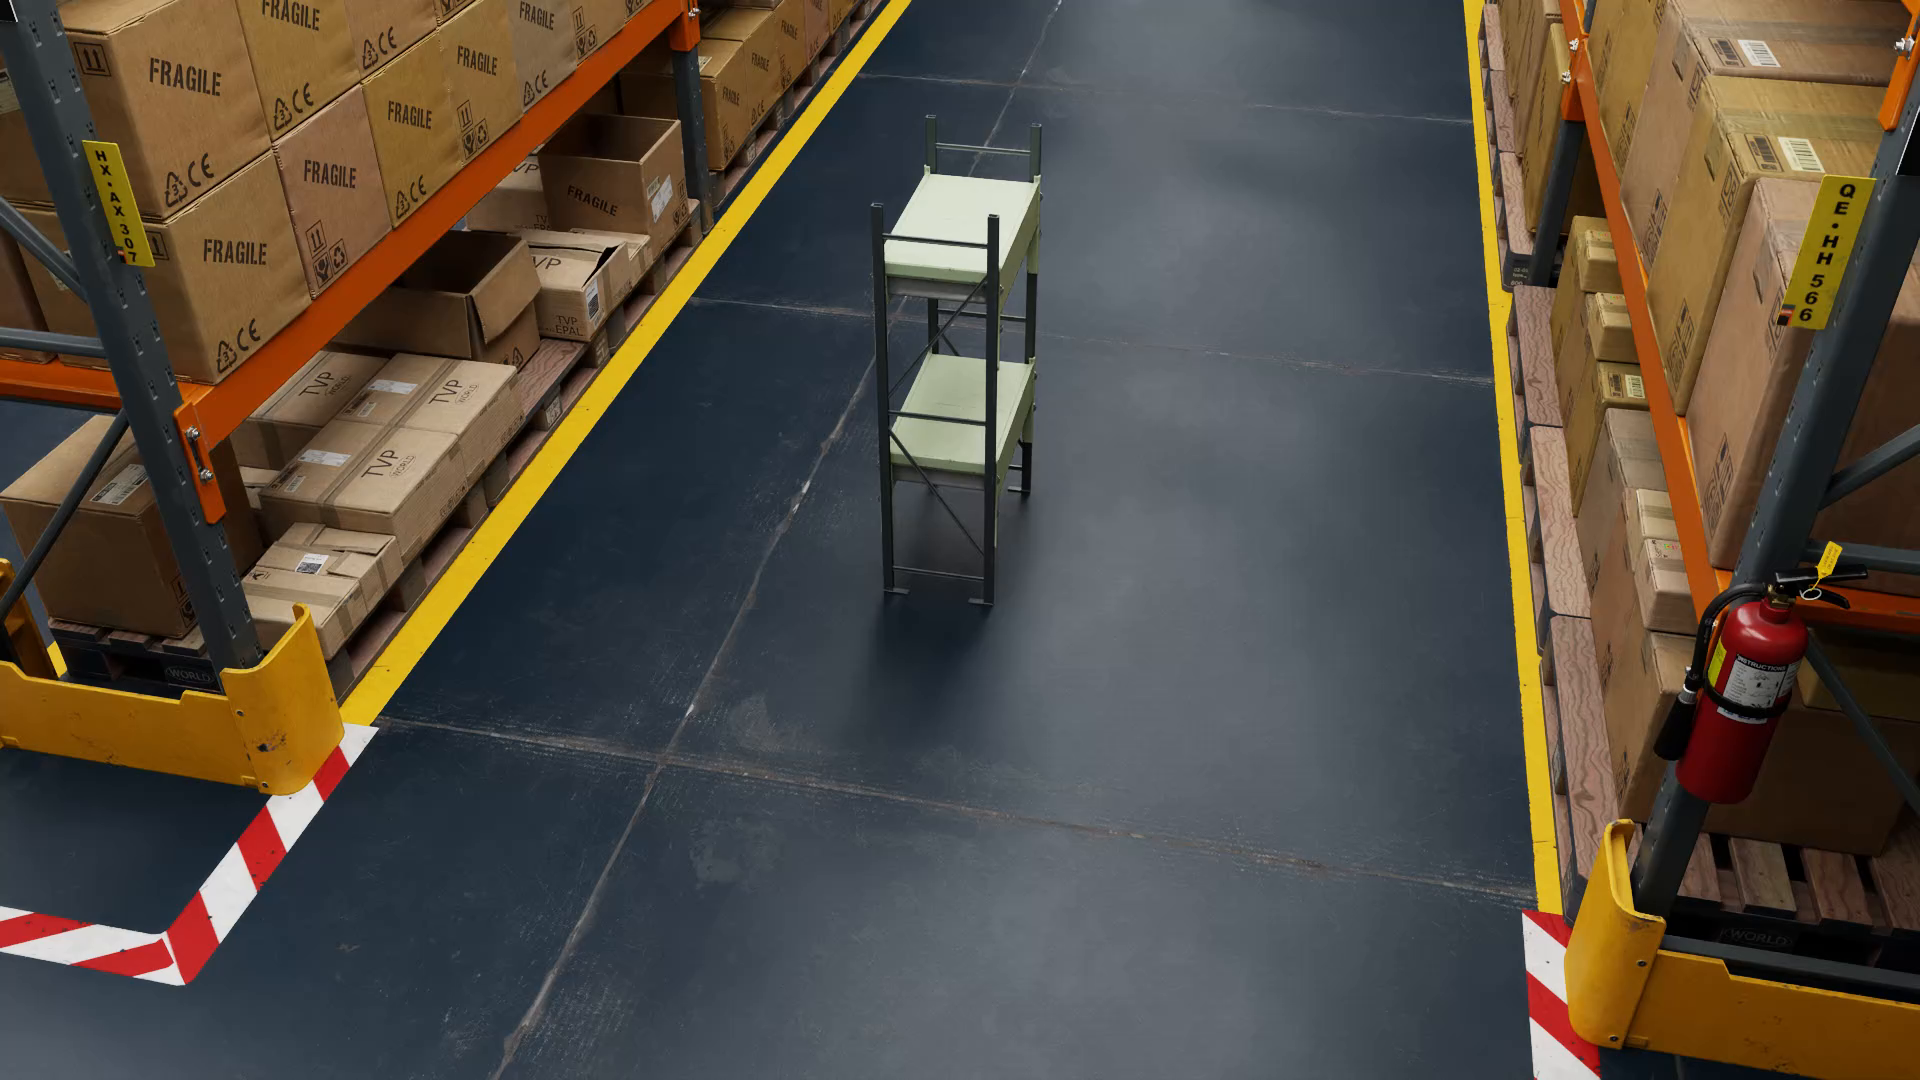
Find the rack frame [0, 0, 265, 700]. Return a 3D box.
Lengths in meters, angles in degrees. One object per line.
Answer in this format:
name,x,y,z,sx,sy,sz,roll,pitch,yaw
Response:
rack frame,-2.603,-0.542,4.442,1.000,3.000,0.127,7,37,10

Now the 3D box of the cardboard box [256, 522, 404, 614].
cardboard box,-2.124,0.087,5.614,0.380,0.166,0.250,7,37,10

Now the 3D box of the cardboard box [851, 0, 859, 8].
cardboard box,-0.864,-3.729,10.594,0.500,0.500,0.500,9,37,12

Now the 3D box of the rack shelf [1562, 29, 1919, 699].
rack shelf,2.665,-0.778,5.381,1.077,0.370,4.000,7,37,10

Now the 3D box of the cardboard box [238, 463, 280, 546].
cardboard box,-2.553,-0.136,5.922,0.380,0.166,0.250,7,37,10

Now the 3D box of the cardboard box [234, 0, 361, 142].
cardboard box,-2.146,-1.509,4.839,0.500,0.500,0.500,8,37,10

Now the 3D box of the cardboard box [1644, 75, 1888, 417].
cardboard box,2.481,-0.757,4.483,0.980,0.700,0.700,7,37,10

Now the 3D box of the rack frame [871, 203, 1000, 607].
rack frame,-0.077,-0.401,5.526,0.400,1.500,0.023,7,37,10

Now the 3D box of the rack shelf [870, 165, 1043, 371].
rack shelf,0.001,-0.927,5.586,0.431,0.370,0.720,7,37,10

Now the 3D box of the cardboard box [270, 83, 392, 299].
cardboard box,-2.145,-1.100,5.127,0.500,0.500,0.500,7,37,10

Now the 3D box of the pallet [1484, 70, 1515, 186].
pallet,3.441,-2.241,9.162,1.003,0.211,1.213,7,37,10

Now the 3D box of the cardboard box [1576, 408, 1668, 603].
cardboard box,2.503,-0.070,5.563,0.700,0.500,0.500,6,36,8

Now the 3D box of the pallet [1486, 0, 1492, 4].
pallet,4.114,-3.828,11.352,1.003,0.211,1.213,7,37,10

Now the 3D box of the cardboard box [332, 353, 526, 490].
cardboard box,-1.996,-0.456,6.292,0.500,0.250,0.500,7,37,10

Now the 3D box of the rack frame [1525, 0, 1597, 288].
rack frame,3.092,-2.216,6.752,1.000,3.000,0.127,7,37,10

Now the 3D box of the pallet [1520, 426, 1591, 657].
pallet,2.594,0.040,6.014,1.003,0.211,1.213,7,37,10

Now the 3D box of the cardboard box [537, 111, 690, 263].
cardboard box,-1.593,-1.639,7.710,0.500,0.500,0.500,7,37,10

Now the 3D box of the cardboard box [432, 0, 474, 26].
cardboard box,-1.927,-2.087,5.636,0.500,0.500,0.500,7,37,10

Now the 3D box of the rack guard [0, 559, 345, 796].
rack guard,-2.587,0.427,5.235,1.175,0.500,0.348,7,37,10

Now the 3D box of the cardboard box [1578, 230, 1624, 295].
cardboard box,2.580,-1.048,6.359,0.380,0.149,0.250,8,37,12

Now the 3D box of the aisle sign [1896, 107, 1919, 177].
aisle sign,1.929,-0.972,2.820,0.394,0.787,0.004,7,37,10

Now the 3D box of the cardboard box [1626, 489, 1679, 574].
cardboard box,2.192,-0.001,4.914,0.380,0.149,0.250,8,37,11

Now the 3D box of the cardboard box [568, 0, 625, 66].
cardboard box,-1.713,-2.261,6.729,0.500,0.500,0.500,8,37,11

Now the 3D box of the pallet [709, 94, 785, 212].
pallet,-1.612,-2.177,9.074,1.003,0.211,1.213,7,37,10

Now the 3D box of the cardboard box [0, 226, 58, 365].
cardboard box,-2.773,-0.873,4.814,0.500,0.500,0.500,8,37,11

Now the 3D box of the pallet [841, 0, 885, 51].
pallet,-1.090,-3.576,11.004,1.003,0.211,1.213,7,37,10

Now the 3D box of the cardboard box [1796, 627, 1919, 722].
cardboard box,2.458,0.339,4.445,0.380,0.149,0.250,8,37,10

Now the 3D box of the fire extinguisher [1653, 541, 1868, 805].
fire extinguisher,1.754,0.288,3.681,0.296,0.674,0.183,7,37,10

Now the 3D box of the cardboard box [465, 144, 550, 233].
cardboard box,-2.049,-1.711,7.971,0.500,0.311,0.500,7,37,10

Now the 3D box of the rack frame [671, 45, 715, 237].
rack frame,-1.748,-2.835,7.606,1.000,3.000,0.127,7,37,10

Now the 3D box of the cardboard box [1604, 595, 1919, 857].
cardboard box,2.289,0.505,4.769,0.700,0.500,0.500,7,37,10

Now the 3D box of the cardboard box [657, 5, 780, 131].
cardboard box,-1.304,-2.555,8.975,0.500,0.500,0.500,8,37,11

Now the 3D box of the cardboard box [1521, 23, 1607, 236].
cardboard box,3.104,-1.905,7.796,0.750,0.750,0.750,8,37,11

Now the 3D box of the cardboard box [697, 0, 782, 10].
cardboard box,-1.193,-3.125,9.122,0.500,0.250,0.500,7,37,10

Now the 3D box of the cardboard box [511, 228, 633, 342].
cardboard box,-1.753,-1.132,7.173,0.500,0.311,0.500,7,37,10

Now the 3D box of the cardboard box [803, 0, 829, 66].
cardboard box,-1.081,-3.130,9.768,0.500,0.500,0.500,6,36,8

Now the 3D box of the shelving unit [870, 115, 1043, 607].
shelving unit,0.001,-0.611,5.815,0.431,1.500,0.755,7,37,10

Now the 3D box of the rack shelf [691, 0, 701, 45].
rack shelf,-1.321,-3.690,9.399,1.077,0.370,4.000,7,37,10

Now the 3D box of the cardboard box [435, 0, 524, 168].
cardboard box,-1.927,-1.674,5.918,0.500,0.500,0.500,8,37,11

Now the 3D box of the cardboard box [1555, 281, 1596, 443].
cardboard box,2.721,-0.671,6.392,0.700,0.500,0.500,7,37,9

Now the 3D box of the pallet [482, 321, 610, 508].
pallet,-2.154,-0.611,6.913,1.003,0.211,1.213,7,37,10

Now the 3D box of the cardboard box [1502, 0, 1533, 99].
cardboard box,3.468,-2.903,9.173,0.750,0.750,0.750,7,37,10

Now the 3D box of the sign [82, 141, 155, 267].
sign,-2.073,-0.825,4.094,0.100,0.325,0.005,7,37,10

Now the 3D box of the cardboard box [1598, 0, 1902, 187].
cardboard box,2.799,-1.611,5.661,0.980,0.700,0.700,6,36,9
